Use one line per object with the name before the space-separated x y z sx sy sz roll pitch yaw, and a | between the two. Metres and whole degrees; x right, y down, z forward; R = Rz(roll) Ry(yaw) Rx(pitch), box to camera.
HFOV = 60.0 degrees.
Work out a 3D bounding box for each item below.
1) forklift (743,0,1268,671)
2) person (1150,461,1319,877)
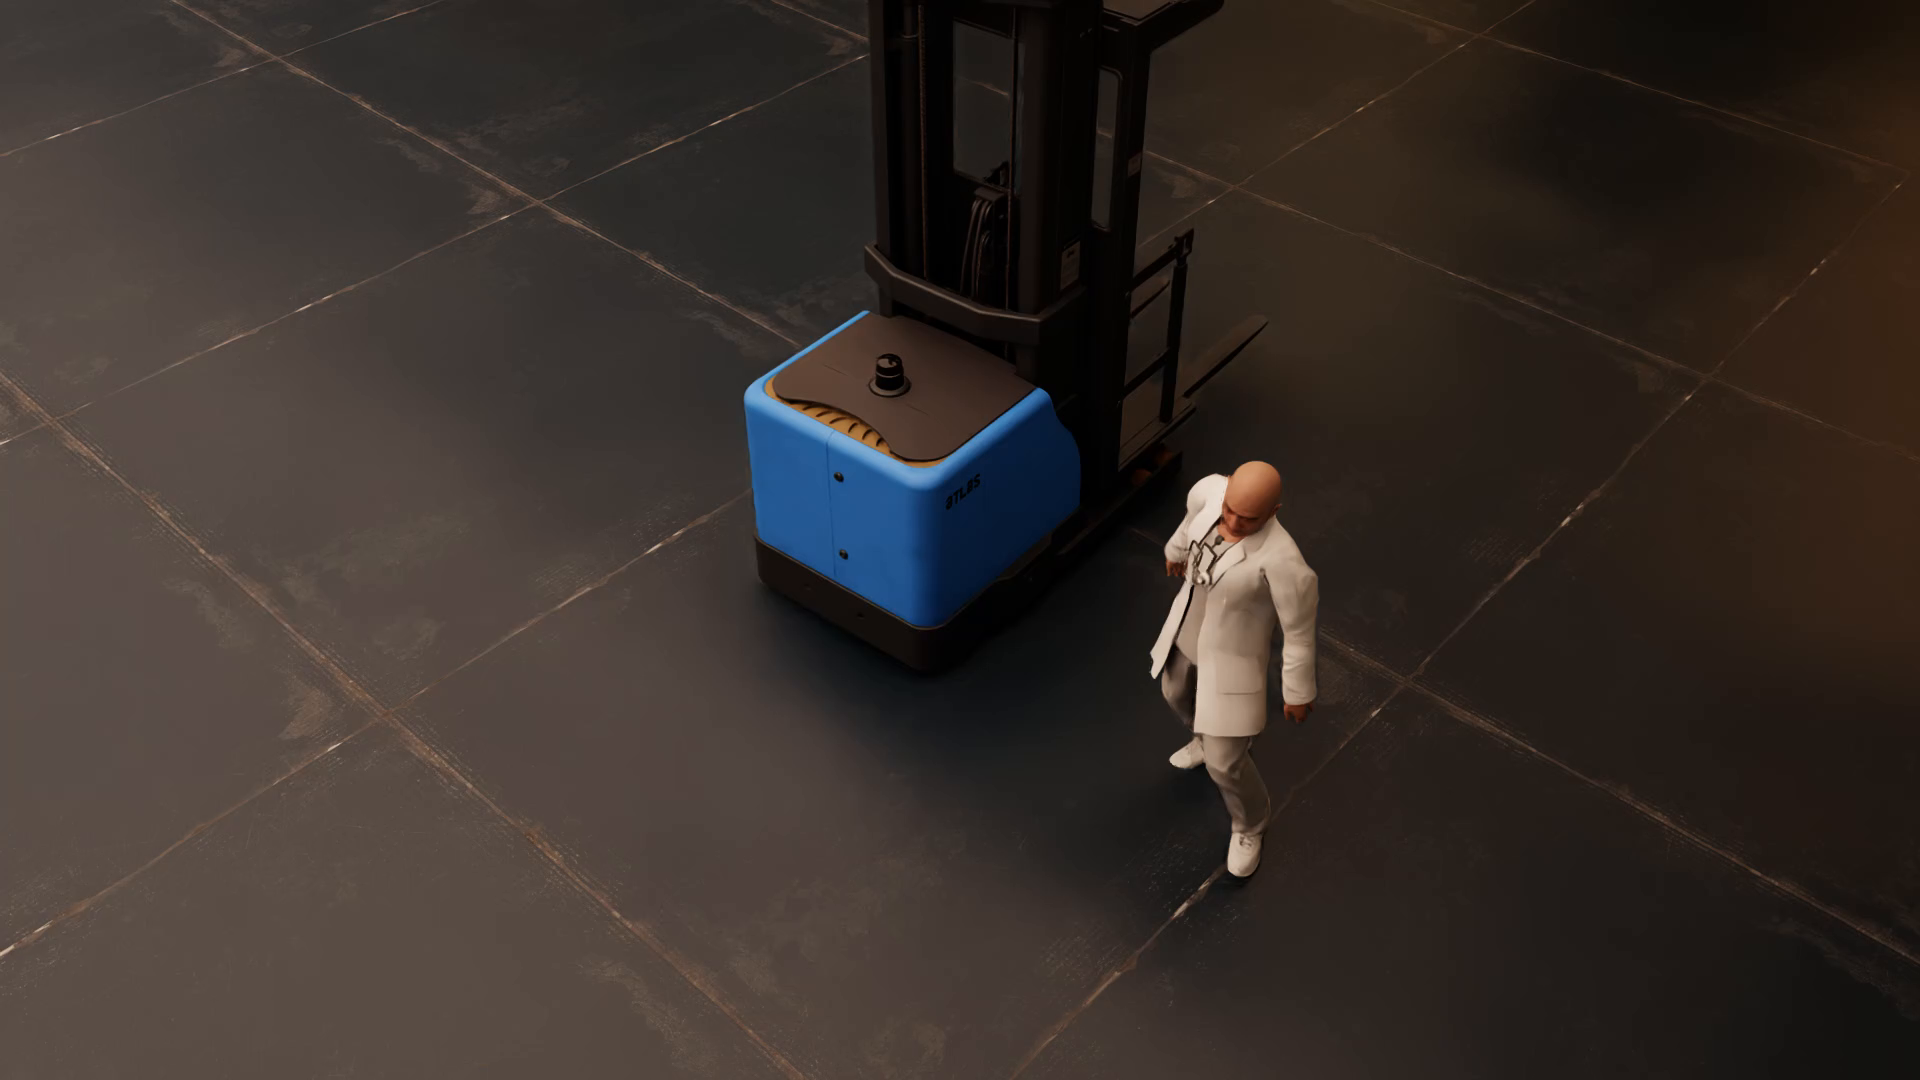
forklift | 0.410 -1.466 7.138 1.130 2.935 3.031 27 48 28
person | 0.975 0.341 6.010 0.551 1.760 0.908 -18 44 -20
